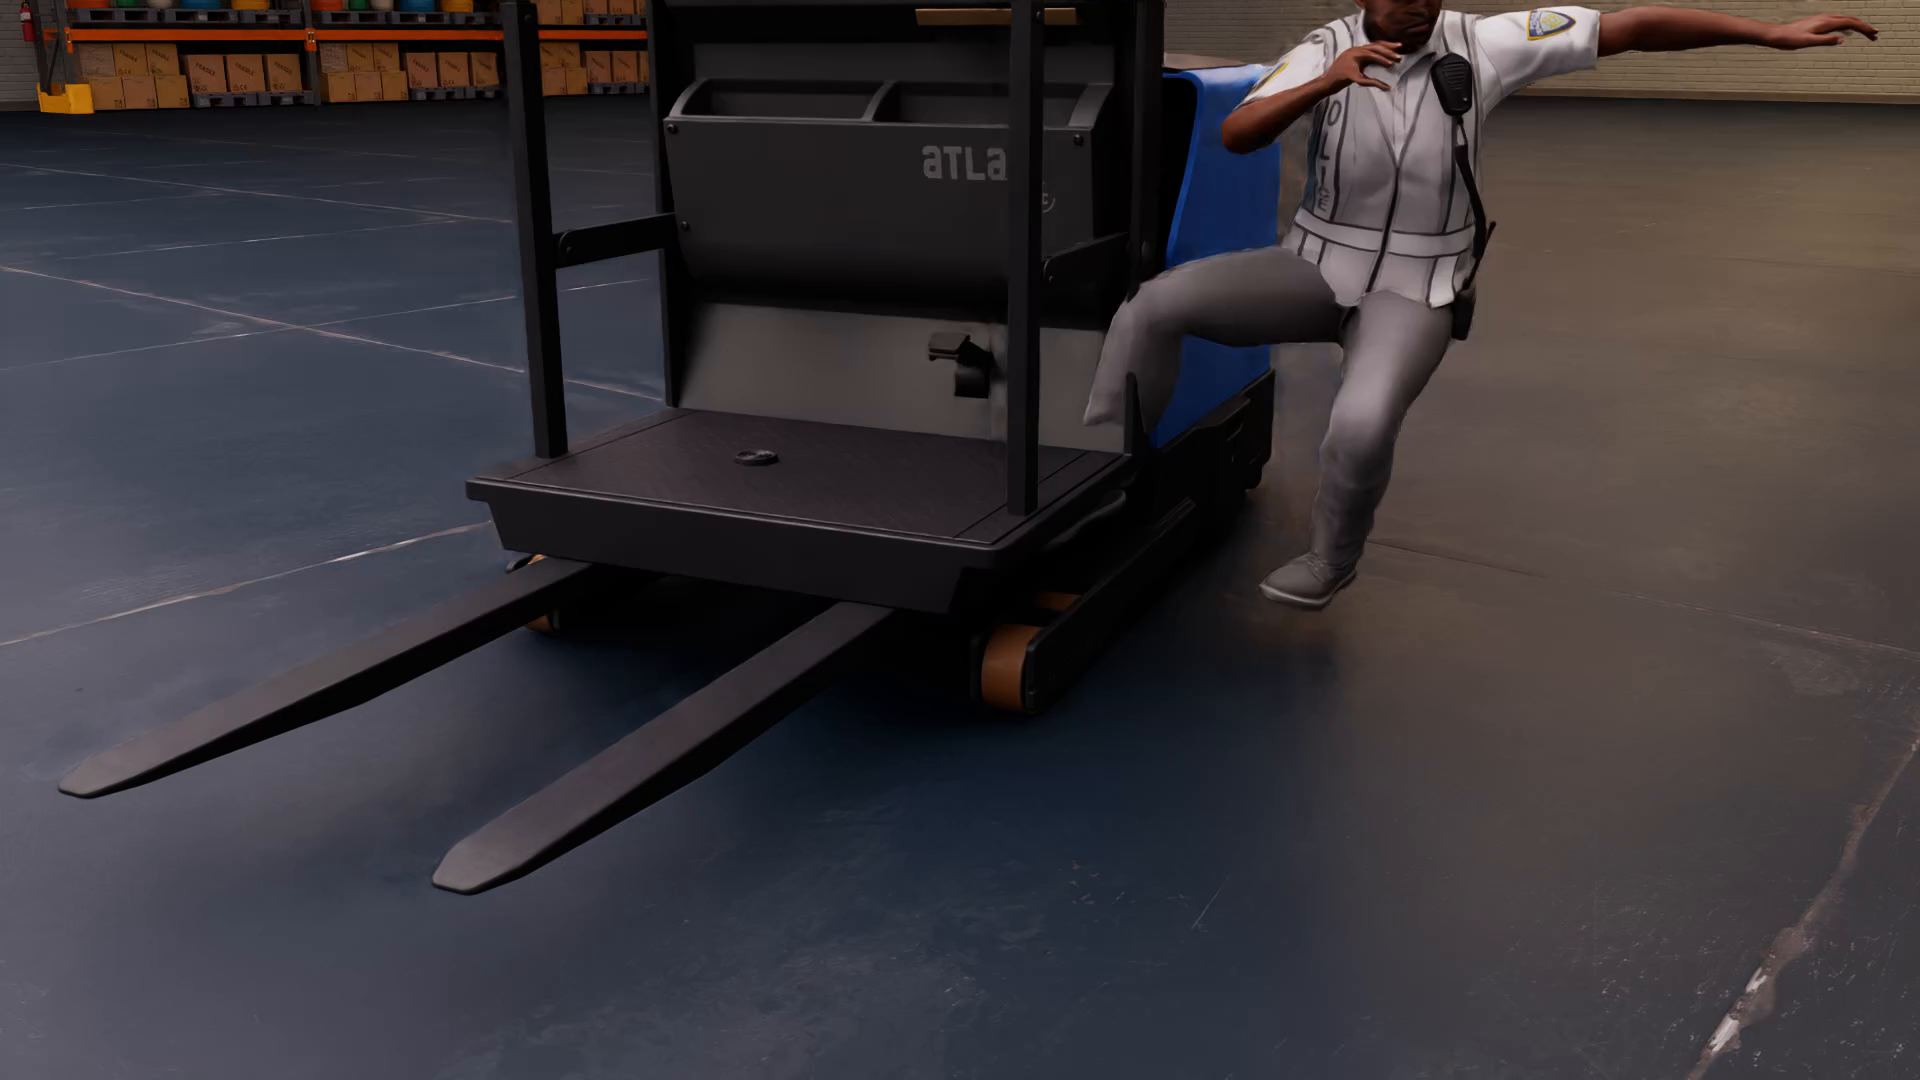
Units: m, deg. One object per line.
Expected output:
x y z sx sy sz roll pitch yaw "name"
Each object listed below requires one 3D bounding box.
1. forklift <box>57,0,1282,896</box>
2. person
-0.238 -1.234 2.961 1.130 2.935 3.031 7 18 23 "forklift"
0.845 -0.508 3.139 1.501 1.322 0.726 5 17 15 "person"
